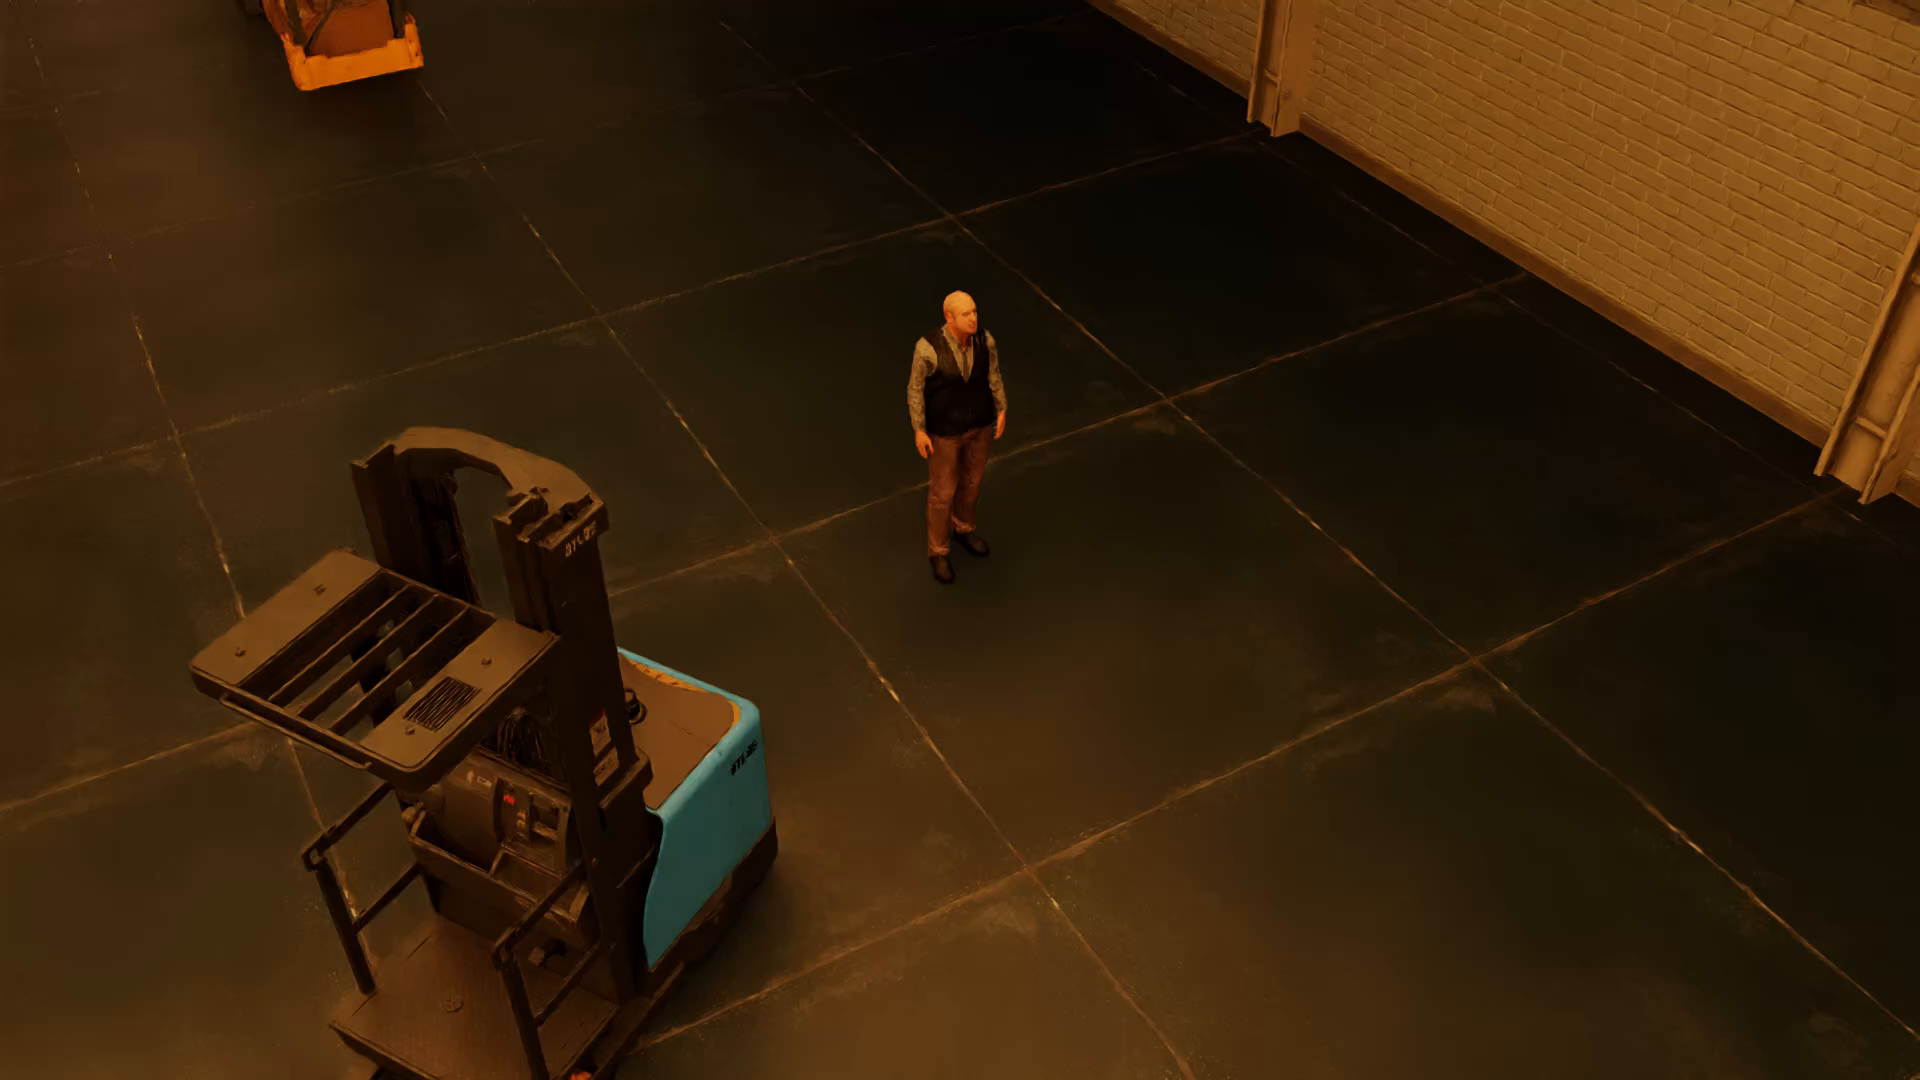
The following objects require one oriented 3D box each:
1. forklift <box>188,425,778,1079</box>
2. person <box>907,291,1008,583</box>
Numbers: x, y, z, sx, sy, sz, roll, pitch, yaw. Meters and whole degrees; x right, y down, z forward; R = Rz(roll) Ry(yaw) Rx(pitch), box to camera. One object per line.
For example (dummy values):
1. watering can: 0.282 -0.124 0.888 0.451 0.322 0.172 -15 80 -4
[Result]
1. forklift: -2.063 1.142 6.659 1.130 2.935 3.031 19 43 22
2. person: 0.024 -0.631 9.733 0.632 1.720 0.567 -20 44 -23
